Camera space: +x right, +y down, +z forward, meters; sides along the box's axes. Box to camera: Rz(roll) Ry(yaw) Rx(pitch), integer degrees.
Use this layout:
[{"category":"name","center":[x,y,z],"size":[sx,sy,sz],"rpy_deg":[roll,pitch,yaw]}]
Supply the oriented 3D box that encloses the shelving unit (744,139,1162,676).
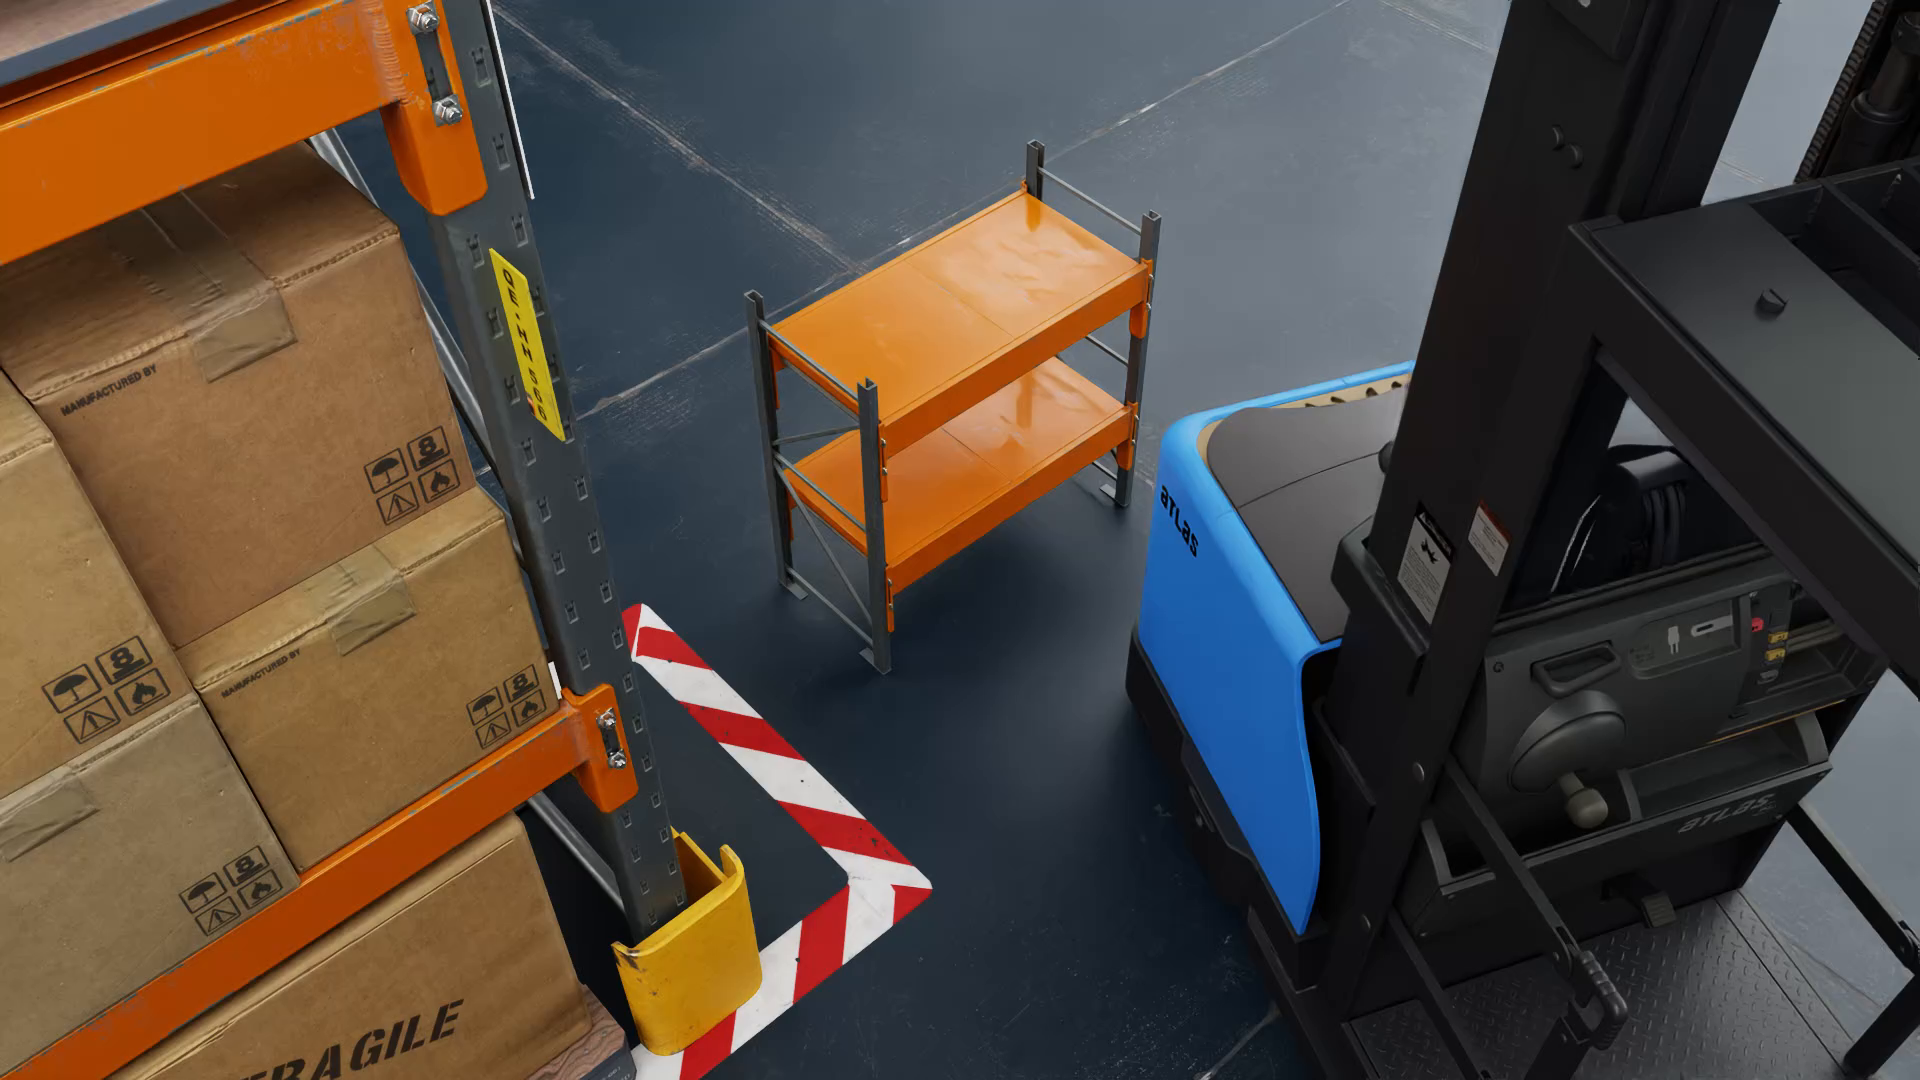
[{"category":"shelving unit","center":[-0.005,-0.378,4.834],"size":[1.048,1.125,0.538],"rpy_deg":[-34,56,-27]}]

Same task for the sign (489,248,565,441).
[{"category":"sign","center":[-0.658,-0.292,2.530],"size":[0.005,0.325,0.100],"rpy_deg":[-34,56,-27]}]

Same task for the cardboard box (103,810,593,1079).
[{"category":"cardboard box","center":[-1.470,0.828,3.605],"size":[0.875,0.875,0.875],"rpy_deg":[-33,56,-27]}]

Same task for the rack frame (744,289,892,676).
[{"category":"rack frame","center":[-0.381,-0.127,4.602],"size":[0.032,1.125,0.500],"rpy_deg":[-34,56,-27]}]

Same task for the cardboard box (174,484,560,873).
[{"category":"cardboard box","center":[-1.257,0.036,3.074],"size":[0.550,0.550,0.875],"rpy_deg":[-34,56,-27]}]

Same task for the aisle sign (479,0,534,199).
[{"category":"aisle sign","center":[-0.758,-0.875,2.247],"size":[0.004,0.787,0.394],"rpy_deg":[-34,56,-27]}]

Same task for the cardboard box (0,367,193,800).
[{"category":"cardboard box","center":[-1.658,-0.054,2.422],"size":[0.550,0.550,0.875],"rpy_deg":[-34,56,-27]}]

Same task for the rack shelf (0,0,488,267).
[{"category":"rack shelf","center":[-2.492,0.095,1.570],"size":[4.000,0.370,1.077],"rpy_deg":[-34,56,-27]}]

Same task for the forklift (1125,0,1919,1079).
[{"category":"forklift","center":[1.437,0.351,2.932],"size":[1.130,2.935,3.031],"rpy_deg":[-14,49,-13]}]

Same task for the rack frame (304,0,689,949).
[{"category":"rack frame","center":[-1.013,-0.121,3.321],"size":[0.127,3.000,1.000],"rpy_deg":[-34,56,-27]}]

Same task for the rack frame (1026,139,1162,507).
[{"category":"rack frame","center":[0.371,-0.629,5.065],"size":[0.032,1.125,0.500],"rpy_deg":[-34,56,-27]}]

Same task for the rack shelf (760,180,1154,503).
[{"category":"rack shelf","center":[-0.005,-0.577,4.618],"size":[1.000,0.278,0.538],"rpy_deg":[-34,56,-27]}]

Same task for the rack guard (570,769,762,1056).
[{"category":"rack guard","center":[-0.995,0.715,4.250],"size":[0.348,0.500,1.175],"rpy_deg":[-34,56,-27]}]

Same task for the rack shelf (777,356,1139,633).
[{"category":"rack shelf","center":[-0.005,-0.212,5.013],"size":[1.000,0.278,0.538],"rpy_deg":[-34,56,-27]}]

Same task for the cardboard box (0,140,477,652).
[{"category":"cardboard box","center":[-1.313,-0.376,2.719],"size":[0.550,0.550,0.875],"rpy_deg":[-34,56,-27]}]

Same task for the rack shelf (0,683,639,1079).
[{"category":"rack shelf","center":[-2.492,1.112,2.673],"size":[4.000,0.370,1.077],"rpy_deg":[-34,56,-27]}]

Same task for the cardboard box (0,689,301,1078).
[{"category":"cardboard box","center":[-1.649,0.320,2.812],"size":[0.550,0.550,0.875],"rpy_deg":[-34,56,-27]}]

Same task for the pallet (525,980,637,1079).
[{"category":"pallet","center":[-1.552,1.262,3.942],"size":[1.213,0.211,1.003],"rpy_deg":[-34,56,-27]}]
